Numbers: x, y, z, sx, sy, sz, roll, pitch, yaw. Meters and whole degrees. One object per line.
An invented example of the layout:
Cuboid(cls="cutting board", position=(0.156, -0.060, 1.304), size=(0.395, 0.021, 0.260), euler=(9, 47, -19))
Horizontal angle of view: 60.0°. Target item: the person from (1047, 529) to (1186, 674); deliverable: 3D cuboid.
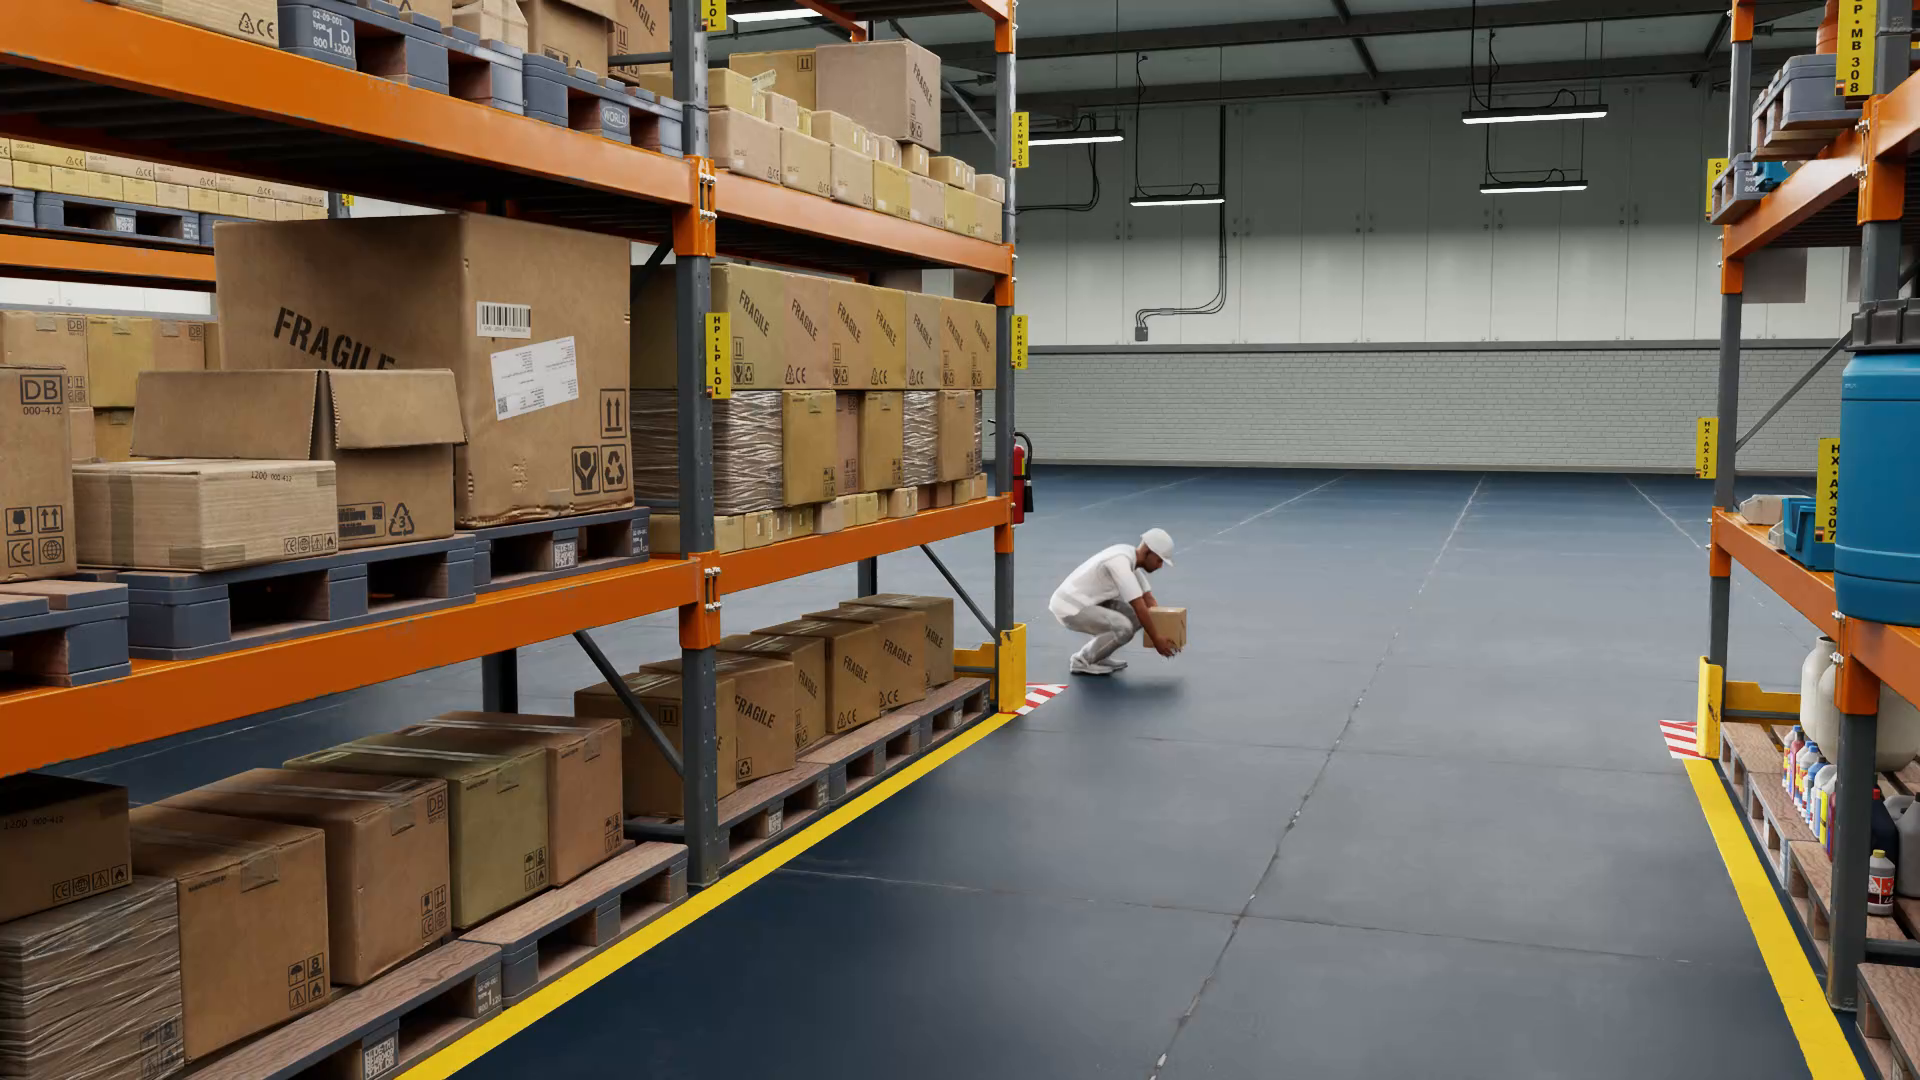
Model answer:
Cuboid(cls="person", position=(1.089, 0.417, 11.514), size=(0.942, 1.004, 0.528), euler=(2, 5, 17))
